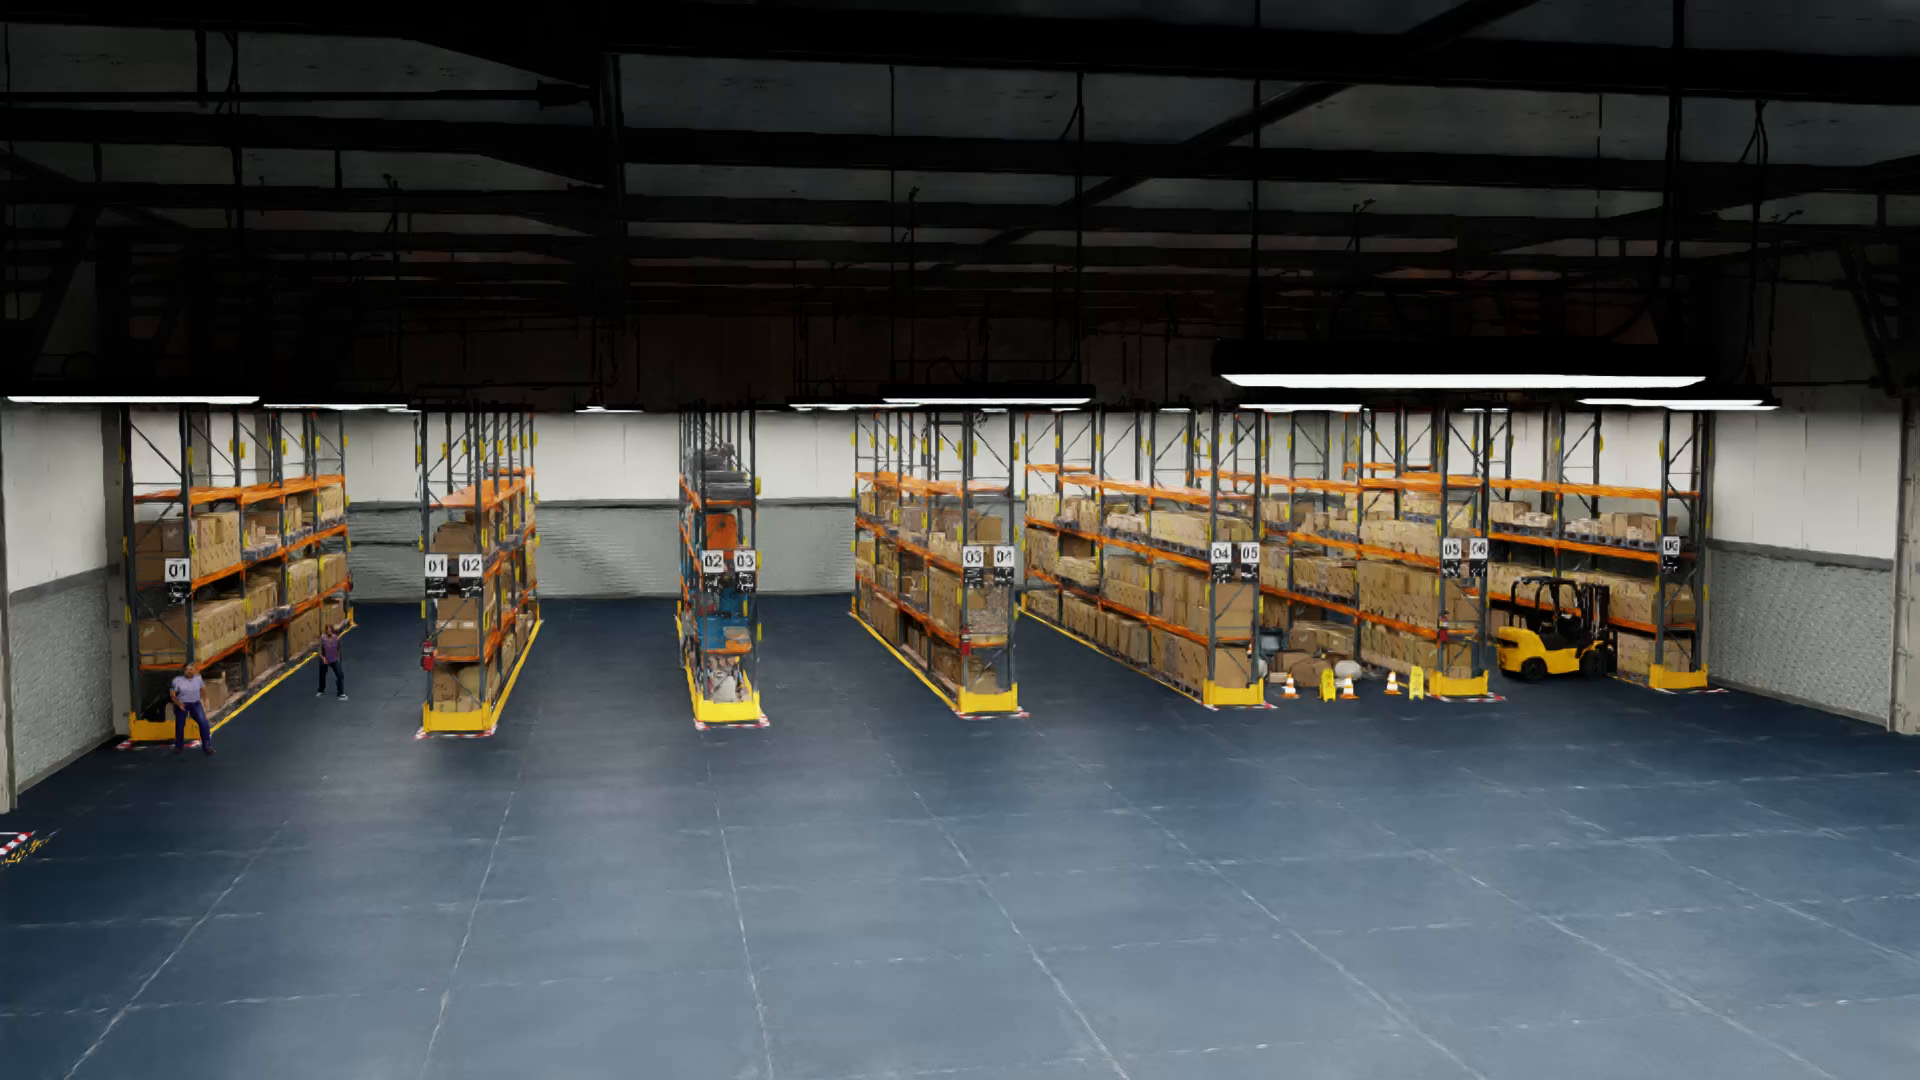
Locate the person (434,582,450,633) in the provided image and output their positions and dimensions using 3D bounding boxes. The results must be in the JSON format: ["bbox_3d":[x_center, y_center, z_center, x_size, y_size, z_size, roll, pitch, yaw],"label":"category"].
[{"bbox_3d":[-13.445,1.640,43.432,0.639,1.632,0.512,-1,4,-12],"label":"person"}]

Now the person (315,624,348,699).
[{"bbox_3d":[-12.670,2.480,33.433,0.561,1.415,0.788,-2,5,-29],"label":"person"}]

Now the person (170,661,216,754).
[{"bbox_3d":[-12.946,2.815,27.987,0.655,1.591,0.767,-3,5,-31],"label":"person"}]

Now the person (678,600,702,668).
[{"bbox_3d":[-6.102,2.102,37.691,0.462,1.535,0.873,1,4,11],"label":"person"}]
